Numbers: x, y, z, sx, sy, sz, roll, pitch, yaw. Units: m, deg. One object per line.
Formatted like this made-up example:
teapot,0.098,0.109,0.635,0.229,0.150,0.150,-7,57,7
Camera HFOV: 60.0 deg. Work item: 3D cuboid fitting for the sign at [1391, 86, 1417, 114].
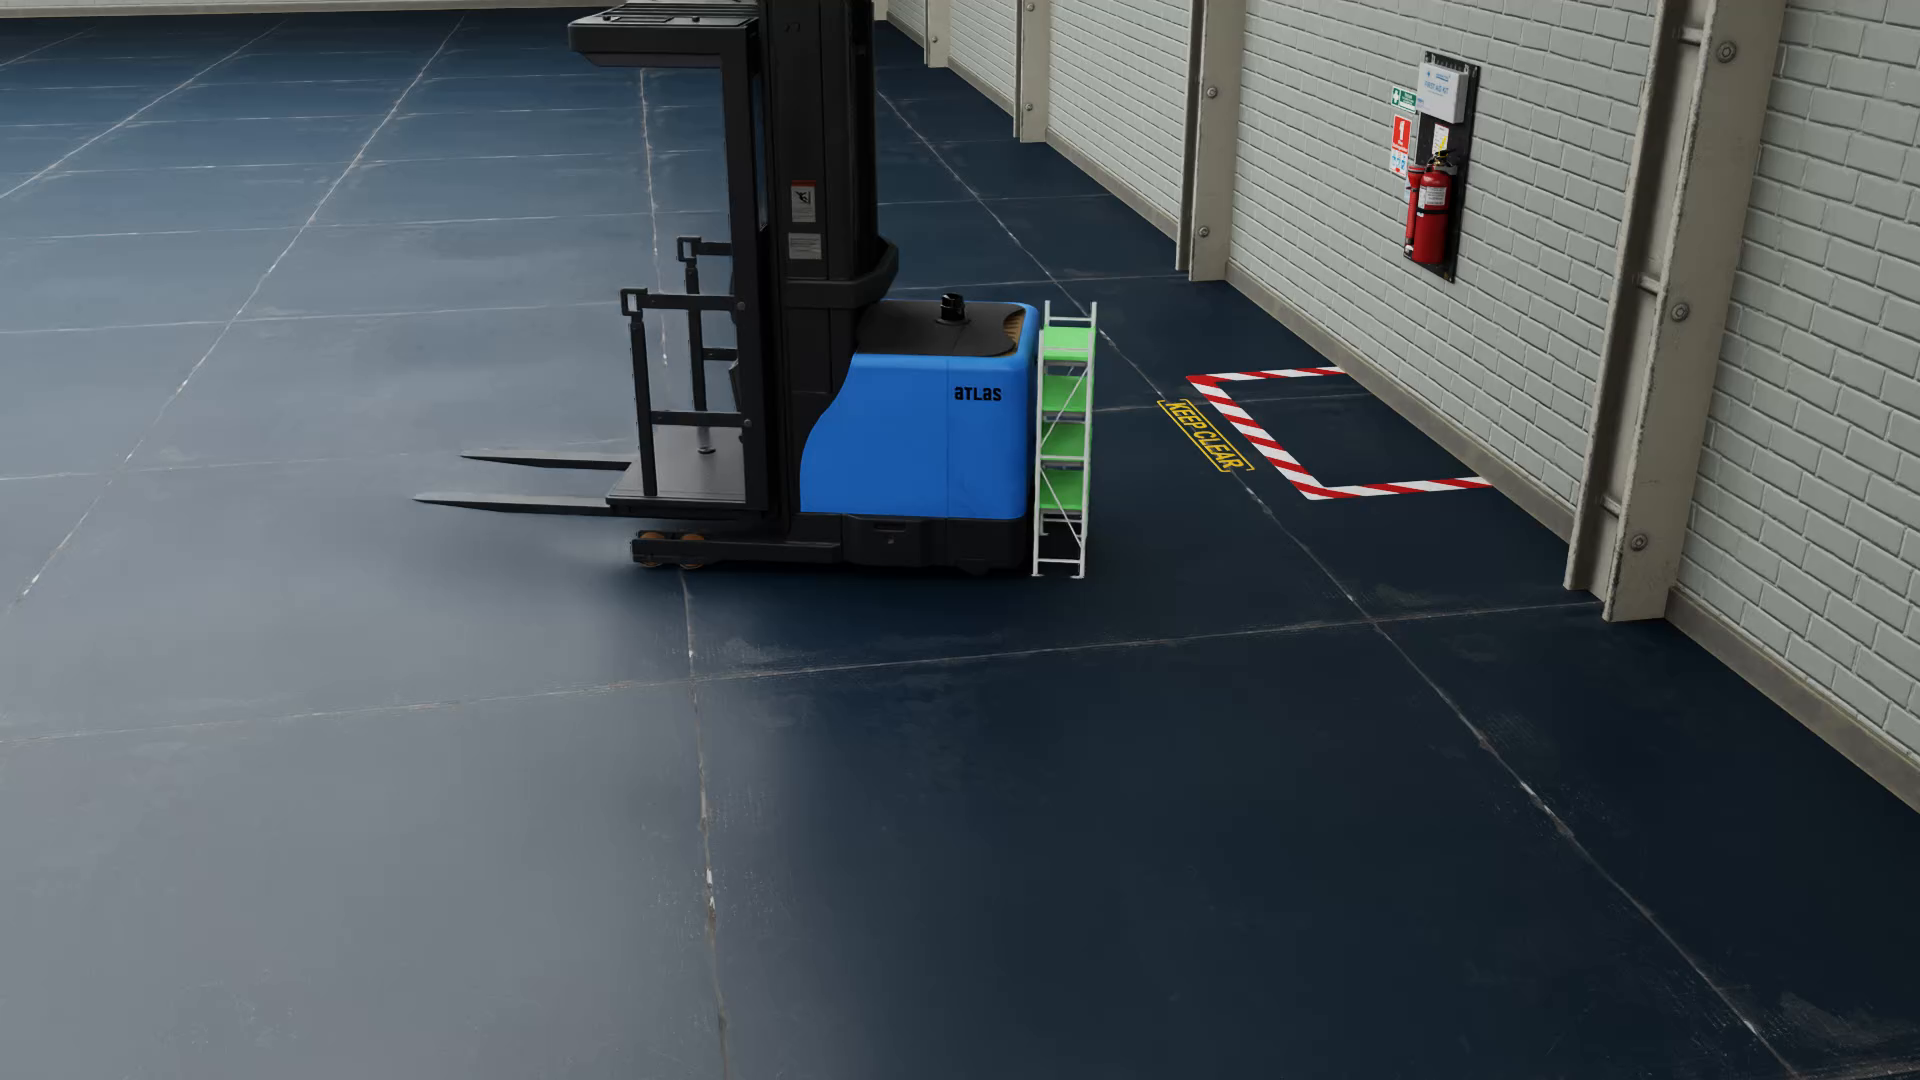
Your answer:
sign,2.575,-2.555,9.645,0.001,0.109,0.331,-4,24,-10

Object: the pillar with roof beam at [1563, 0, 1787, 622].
pillar with roof beam,-1.227,-3.529,5.086,9.100,9.000,0.400,-4,24,-10

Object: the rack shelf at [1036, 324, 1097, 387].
rack shelf,0.495,-0.854,7.664,0.258,0.148,0.480,3,24,5

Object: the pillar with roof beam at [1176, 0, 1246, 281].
pillar with roof beam,-2.337,-5.889,10.490,9.100,9.000,0.400,-4,24,-10

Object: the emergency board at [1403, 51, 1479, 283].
emergency board,2.584,-2.073,9.249,0.194,1.169,0.643,-4,24,-10

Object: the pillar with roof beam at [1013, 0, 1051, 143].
pillar with roof beam,-3.446,-8.249,15.894,9.100,9.000,0.400,-4,24,-10

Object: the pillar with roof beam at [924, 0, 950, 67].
pillar with roof beam,-4.556,-10.609,21.297,9.100,9.000,0.400,-4,24,-10

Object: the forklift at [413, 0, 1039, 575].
forklift,-1.144,-1.411,7.818,3.031,2.935,1.130,2,24,5

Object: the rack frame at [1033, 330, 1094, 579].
rack frame,0.468,-0.375,7.609,0.240,1.200,0.015,3,24,5

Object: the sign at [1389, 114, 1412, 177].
sign,2.583,-2.314,9.757,0.001,0.329,0.234,-4,24,-10

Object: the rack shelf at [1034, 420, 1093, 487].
rack shelf,0.492,-0.414,7.857,0.258,0.148,0.480,3,24,5

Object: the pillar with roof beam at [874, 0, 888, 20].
pillar with roof beam,-5.665,-12.969,26.701,9.100,9.000,0.400,-4,24,-10

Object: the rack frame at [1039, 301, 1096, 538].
rack frame,0.517,-0.570,8.053,0.240,1.200,0.015,3,24,5

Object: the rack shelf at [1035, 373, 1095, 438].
rack shelf,0.494,-0.634,7.760,0.258,0.148,0.480,3,24,5

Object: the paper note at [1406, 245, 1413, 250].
paper note,2.619,-1.744,9.596,0.016,0.148,0.142,-4,24,-10

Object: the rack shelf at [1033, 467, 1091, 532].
rack shelf,0.491,-0.194,7.953,0.258,0.148,0.480,3,24,5

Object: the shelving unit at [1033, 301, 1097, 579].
shelving unit,0.493,-0.473,7.831,0.258,1.200,0.503,3,24,5
